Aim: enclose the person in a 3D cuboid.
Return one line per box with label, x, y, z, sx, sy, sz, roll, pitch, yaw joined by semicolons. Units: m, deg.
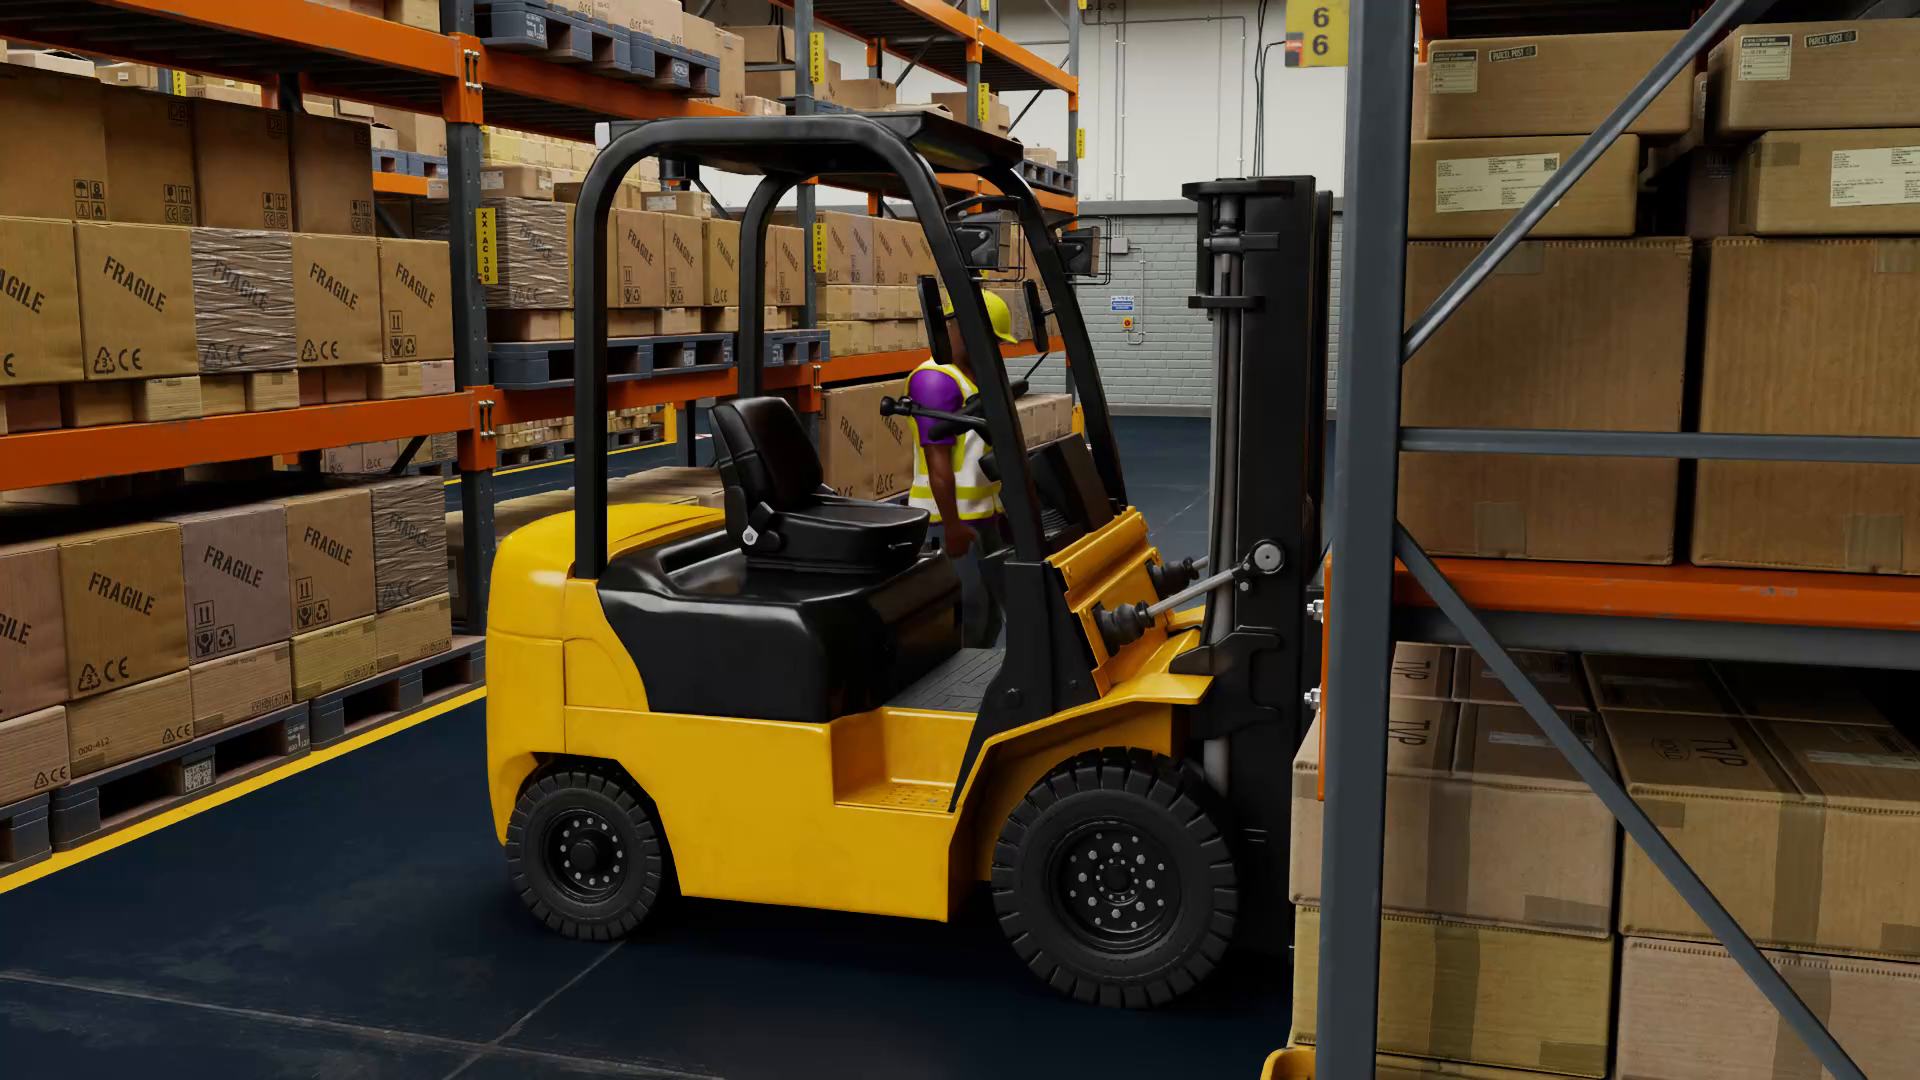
person;0.023;-0.068;6.280;0.390;1.747;0.575;3;9;17
